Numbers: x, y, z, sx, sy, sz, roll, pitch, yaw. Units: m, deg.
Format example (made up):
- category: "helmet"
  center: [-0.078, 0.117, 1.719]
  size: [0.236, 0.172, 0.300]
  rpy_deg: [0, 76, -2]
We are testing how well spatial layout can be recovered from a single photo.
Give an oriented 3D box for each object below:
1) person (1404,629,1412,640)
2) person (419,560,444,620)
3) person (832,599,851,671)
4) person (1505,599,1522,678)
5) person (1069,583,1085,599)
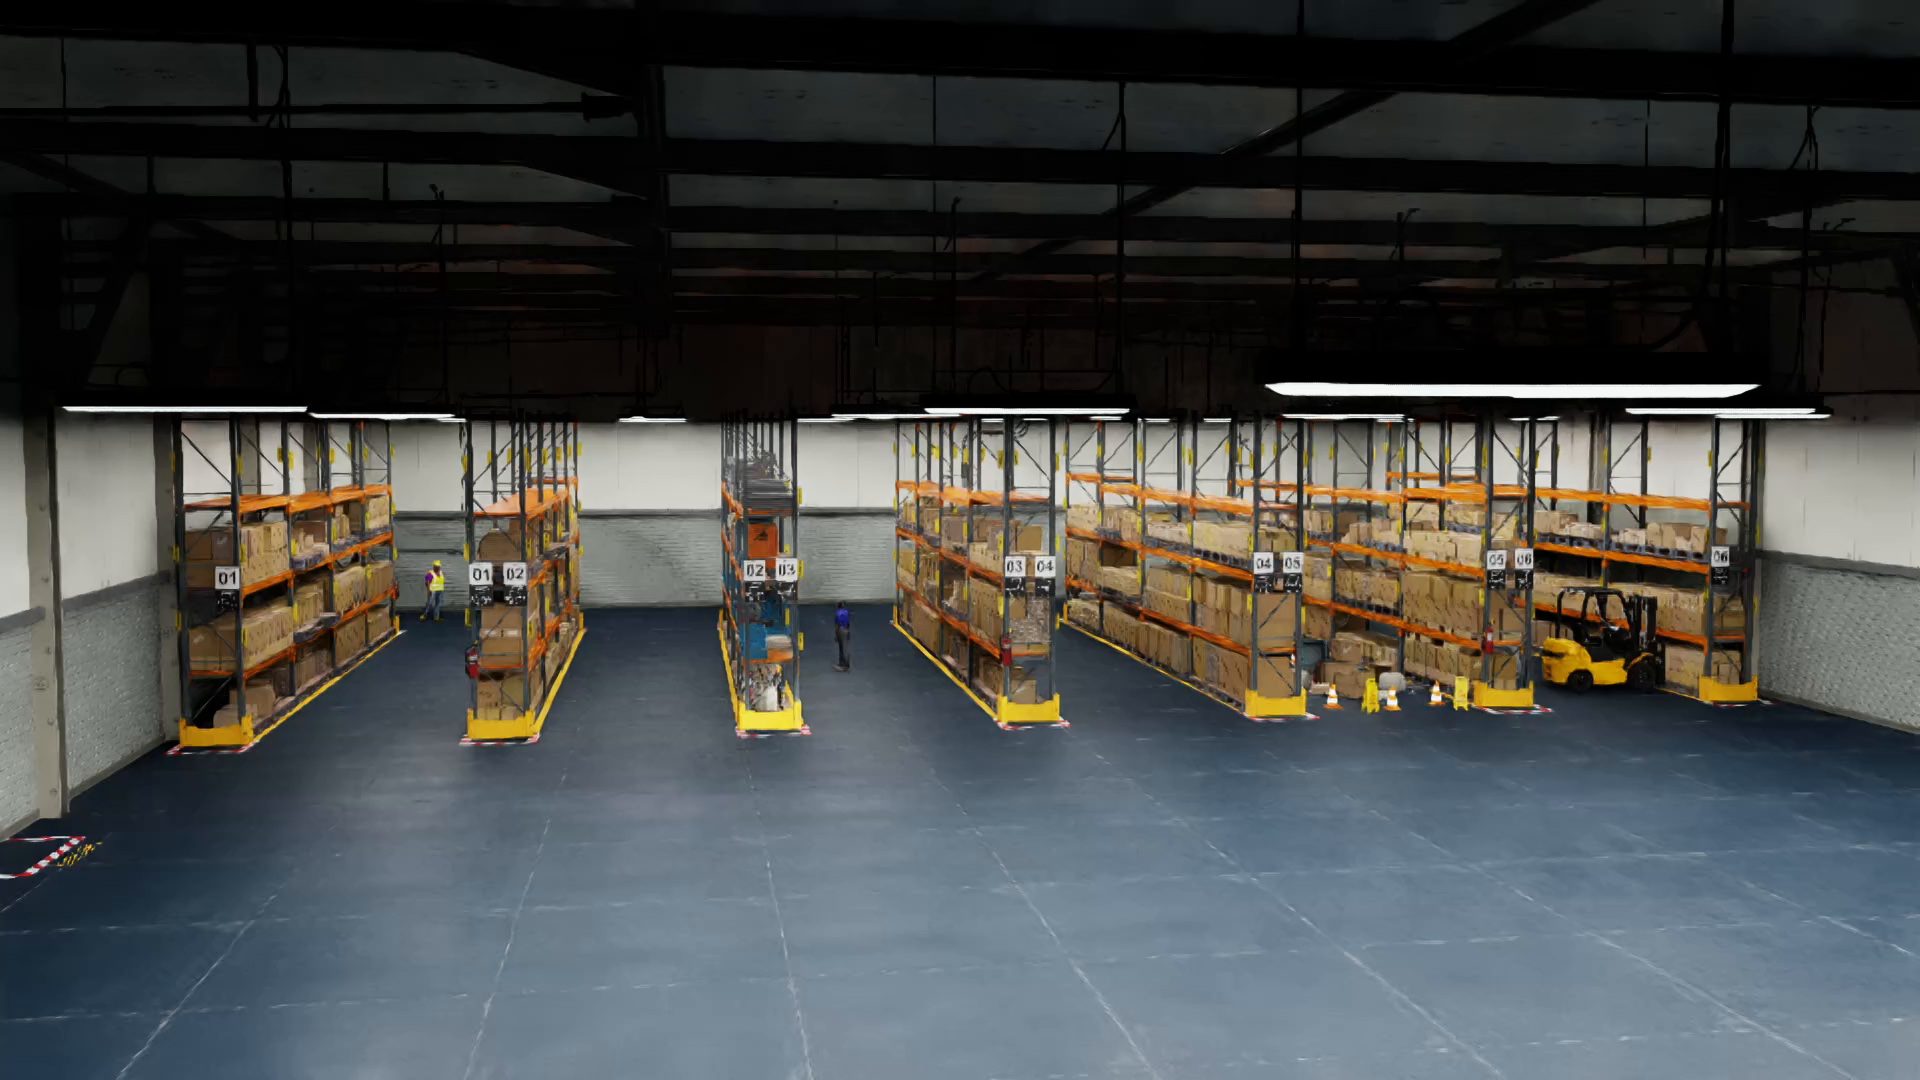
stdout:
- category: "person"
  center: [11.347, 1.864, 42.452]
  size: [0.499, 1.774, 0.578]
  rpy_deg: [2, 4, 21]
- category: "person"
  center: [-15.372, 1.470, 48.411]
  size: [0.526, 1.758, 0.736]
  rpy_deg: [3, 5, 38]
- category: "person"
  center: [-2.760, 2.195, 38.631]
  size: [0.551, 1.642, 0.574]
  rpy_deg: [2, 4, 21]
- category: "person"
  center: [12.412, 2.214, 37.568]
  size: [0.586, 1.748, 0.654]
  rpy_deg: [2, 4, 22]
- category: "person"
  center: [3.486, 1.344, 50.011]
  size: [0.685, 1.777, 0.544]
  rpy_deg: [4, 5, 43]
